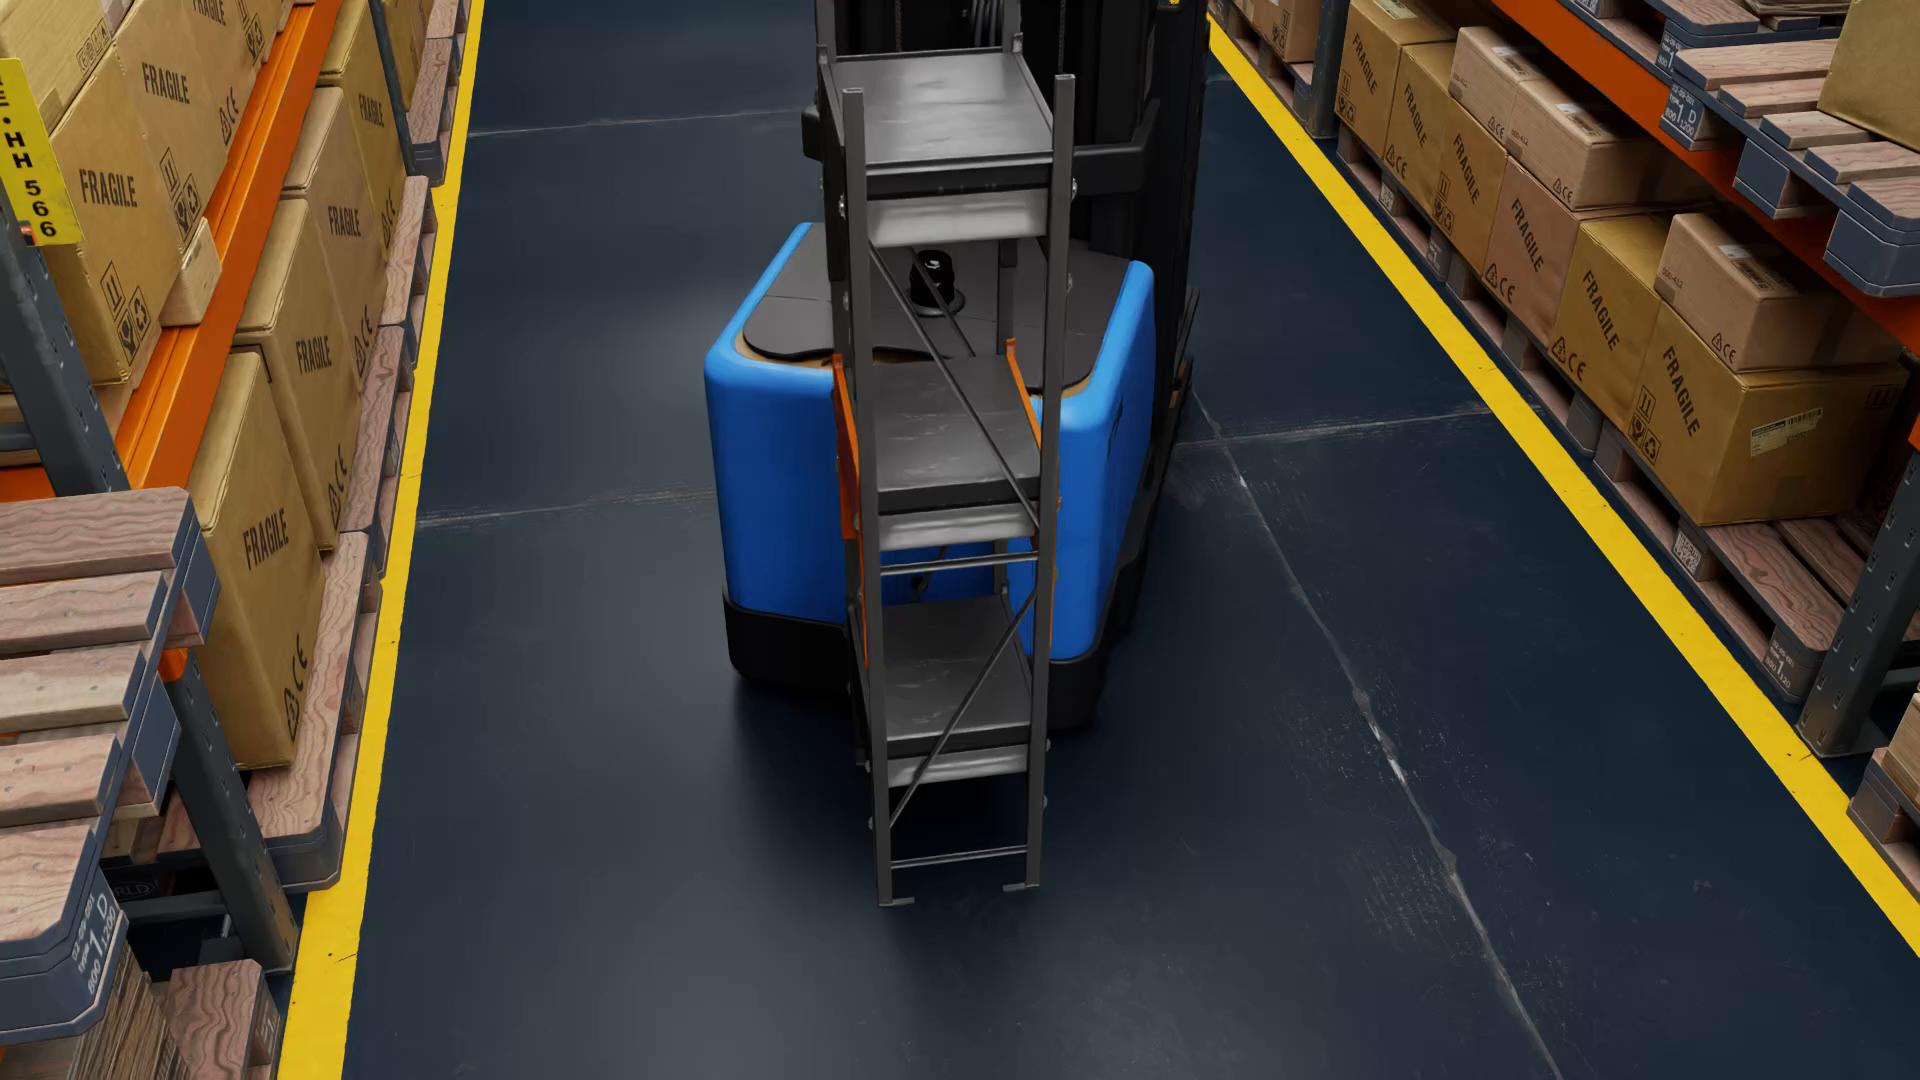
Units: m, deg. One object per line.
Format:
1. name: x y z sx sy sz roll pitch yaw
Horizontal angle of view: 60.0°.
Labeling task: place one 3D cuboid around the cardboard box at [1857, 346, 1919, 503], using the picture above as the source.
1. cardboard box: 2.900 -0.487 5.111 0.500 0.500 0.500 -8 38 -10

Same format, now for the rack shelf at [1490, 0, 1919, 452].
1. rack shelf: 2.446 -1.603 5.455 1.077 0.370 4.000 -6 38 -8

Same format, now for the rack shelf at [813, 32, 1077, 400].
1. rack shelf: -0.040 -0.637 3.239 0.431 0.518 0.480 -6 38 -7

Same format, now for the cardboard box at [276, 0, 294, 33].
1. cardboard box: -2.293 -1.676 5.150 0.380 0.149 0.250 -6 38 -8

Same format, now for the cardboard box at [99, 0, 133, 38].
1. cardboard box: -2.001 -1.231 3.439 0.500 0.250 0.500 -7 38 -9

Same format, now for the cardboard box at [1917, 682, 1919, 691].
1. cardboard box: 2.599 0.367 3.774 0.500 0.311 0.500 -5 38 -6

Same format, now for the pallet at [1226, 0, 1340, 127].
1. pallet: 1.975 -2.409 8.178 1.003 0.211 1.213 -6 38 -8

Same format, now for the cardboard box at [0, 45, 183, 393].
1. cardboard box: -1.913 -0.630 3.275 0.500 0.500 0.500 -5 38 -7

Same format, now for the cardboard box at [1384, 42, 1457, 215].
1. cardboard box: 2.044 -1.642 6.598 0.500 0.500 0.500 -6 38 -7

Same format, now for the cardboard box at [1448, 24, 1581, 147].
1. cardboard box: 2.115 -1.655 6.003 0.500 0.250 0.500 -6 38 -8

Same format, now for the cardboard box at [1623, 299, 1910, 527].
1. cardboard box: 2.401 -0.405 5.006 0.500 0.500 0.500 -5 38 -6

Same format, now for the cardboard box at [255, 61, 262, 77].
1. cardboard box: -2.229 -1.361 4.746 0.380 0.149 0.250 -5 38 -7

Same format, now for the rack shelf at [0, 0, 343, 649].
1. rack shelf: -2.431 -1.068 4.766 1.077 0.370 4.000 -6 38 -8

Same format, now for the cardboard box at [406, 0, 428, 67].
1. cardboard box: -2.896 -2.505 7.725 0.700 0.500 0.500 -7 38 -8

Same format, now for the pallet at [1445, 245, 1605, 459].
1. pallet: 2.492 -0.768 6.067 1.003 0.211 1.213 -6 38 -8

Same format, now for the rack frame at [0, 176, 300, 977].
1. rack frame: -2.080 -0.144 2.990 1.000 3.000 0.127 -6 38 -8

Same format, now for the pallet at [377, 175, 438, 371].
1. pallet: -2.572 -1.001 6.366 1.003 0.211 1.213 -6 38 -8

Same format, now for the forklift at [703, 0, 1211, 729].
1. forklift: 0.198 -1.556 4.864 1.130 2.935 3.031 9 39 11

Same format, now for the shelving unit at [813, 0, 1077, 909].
1. shelving unit: -0.041 -0.095 3.660 0.431 2.100 0.503 -6 38 -7

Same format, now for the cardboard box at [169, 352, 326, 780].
1. cardboard box: -2.080 0.081 4.111 0.750 0.750 0.750 -7 38 -9

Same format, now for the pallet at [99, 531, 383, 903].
1. pallet: -2.144 0.473 4.469 1.003 0.211 1.213 -6 38 -8

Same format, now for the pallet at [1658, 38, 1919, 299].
1. pallet: 2.608 -1.005 4.255 1.213 0.211 1.003 -6 38 -8

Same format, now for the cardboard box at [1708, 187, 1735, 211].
1. cardboard box: 2.721 -1.105 5.906 0.500 0.500 0.500 -7 38 -9

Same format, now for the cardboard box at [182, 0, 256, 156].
1. cardboard box: -2.082 -1.247 4.070 0.500 0.500 0.500 -6 38 -8

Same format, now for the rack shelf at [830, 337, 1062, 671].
1. rack shelf: -0.041 -0.084 3.669 0.431 0.518 0.480 -6 38 -7

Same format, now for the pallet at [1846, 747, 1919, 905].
1. pallet: 2.902 0.924 3.889 1.003 0.211 1.213 -6 38 -8

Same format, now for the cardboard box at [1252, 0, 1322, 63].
1. cardboard box: 1.716 -2.595 7.824 0.500 0.500 0.500 -6 38 -8

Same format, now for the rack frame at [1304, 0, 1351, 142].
1. rack frame: 2.095 -3.095 6.789 1.000 3.000 0.127 -6 38 -8

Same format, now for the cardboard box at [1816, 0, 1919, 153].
1. cardboard box: 2.575 -1.253 3.994 0.700 0.500 0.500 -19 42 -23

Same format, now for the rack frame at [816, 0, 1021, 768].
1. rack frame: -0.081 -0.243 3.851 0.400 2.100 0.015 -6 38 -7

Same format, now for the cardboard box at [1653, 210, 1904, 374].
1. cardboard box: 2.387 -0.735 4.819 0.500 0.250 0.500 -5 38 -6

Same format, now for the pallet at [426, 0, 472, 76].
1. pallet: -3.055 -2.665 8.508 1.003 0.211 1.213 -6 38 -8

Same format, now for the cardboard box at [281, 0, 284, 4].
1. cardboard box: -2.273 -1.862 4.861 0.500 0.500 0.500 -6 38 -8

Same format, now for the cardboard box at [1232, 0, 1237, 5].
1. cardboard box: 1.584 -2.974 8.466 0.500 0.311 0.500 -6 38 -8

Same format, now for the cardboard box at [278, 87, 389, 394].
1. cardboard box: -2.381 -0.962 5.453 0.750 0.750 0.750 -5 38 -7

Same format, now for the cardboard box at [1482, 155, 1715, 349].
1. cardboard box: 2.213 -1.034 5.815 0.500 0.500 0.500 -8 38 -10

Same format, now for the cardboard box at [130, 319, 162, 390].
1. cardboard box: -1.945 -0.430 3.546 0.380 0.149 0.250 -6 38 -7

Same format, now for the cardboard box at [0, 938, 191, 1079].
1. cardboard box: -1.903 1.099 3.070 0.700 0.500 0.500 -6 38 -7
